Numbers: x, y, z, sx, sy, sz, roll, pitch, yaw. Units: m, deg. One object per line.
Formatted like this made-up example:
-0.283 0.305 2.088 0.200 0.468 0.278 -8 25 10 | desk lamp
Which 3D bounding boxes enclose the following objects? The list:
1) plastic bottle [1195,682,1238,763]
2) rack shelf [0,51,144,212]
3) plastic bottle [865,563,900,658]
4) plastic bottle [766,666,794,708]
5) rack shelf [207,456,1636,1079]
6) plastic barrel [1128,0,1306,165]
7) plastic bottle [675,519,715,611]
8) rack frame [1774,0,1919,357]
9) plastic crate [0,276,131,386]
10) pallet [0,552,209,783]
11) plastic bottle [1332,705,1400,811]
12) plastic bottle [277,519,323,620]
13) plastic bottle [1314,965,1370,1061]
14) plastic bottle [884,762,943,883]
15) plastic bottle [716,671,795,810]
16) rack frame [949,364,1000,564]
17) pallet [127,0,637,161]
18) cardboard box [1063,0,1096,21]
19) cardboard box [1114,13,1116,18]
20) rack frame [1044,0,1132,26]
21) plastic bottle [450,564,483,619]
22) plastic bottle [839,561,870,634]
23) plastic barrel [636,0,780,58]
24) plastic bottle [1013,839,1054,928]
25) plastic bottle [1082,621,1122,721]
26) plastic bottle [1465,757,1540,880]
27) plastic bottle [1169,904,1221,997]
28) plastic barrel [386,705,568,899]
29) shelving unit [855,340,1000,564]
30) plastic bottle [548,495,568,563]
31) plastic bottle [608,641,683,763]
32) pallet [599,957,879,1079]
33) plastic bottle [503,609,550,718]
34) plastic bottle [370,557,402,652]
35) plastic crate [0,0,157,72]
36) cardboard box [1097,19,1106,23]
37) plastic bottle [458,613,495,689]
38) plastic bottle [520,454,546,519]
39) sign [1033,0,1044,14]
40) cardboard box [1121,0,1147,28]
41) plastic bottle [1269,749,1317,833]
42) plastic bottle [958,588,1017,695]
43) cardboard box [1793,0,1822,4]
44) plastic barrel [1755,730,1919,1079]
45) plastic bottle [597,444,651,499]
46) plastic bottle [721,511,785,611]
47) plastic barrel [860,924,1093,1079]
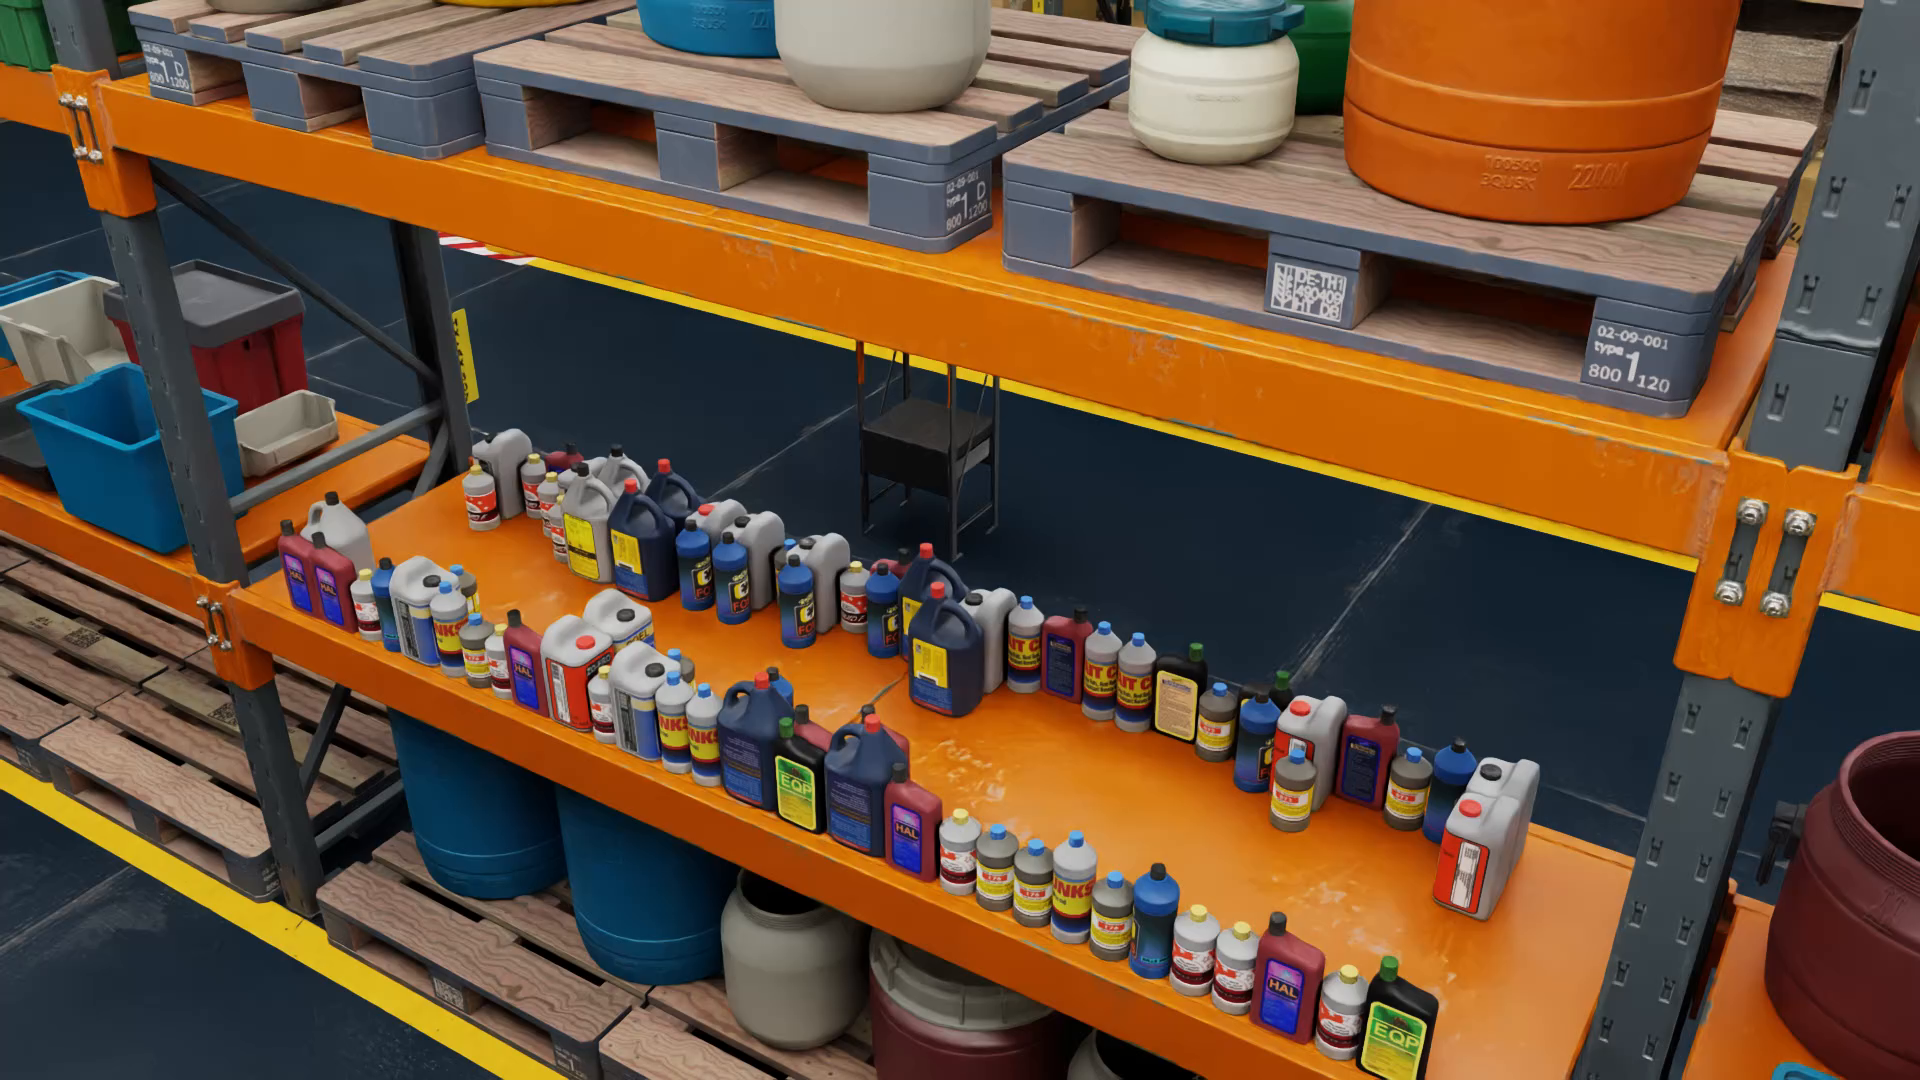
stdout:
0.648 0.452 4.196 0.097 0.201 0.097 0 30 0 | plastic bottle
-3.650 -1.770 5.544 4.000 0.370 1.077 18 35 27 | rack shelf
-0.210 0.186 4.582 0.097 0.271 0.097 0 30 0 | plastic bottle
-0.461 0.436 4.153 0.097 0.271 0.097 0 30 0 | plastic bottle
-0.263 0.597 4.463 4.000 0.370 1.077 18 35 27 | rack shelf
0.445 -0.820 2.922 0.301 0.262 0.301 0 30 0 | plastic barrel
-0.765 0.065 4.789 0.097 0.271 0.097 0 30 0 | plastic bottle
1.431 -1.769 1.852 0.127 3.000 1.000 18 35 27 | rack frame
-3.152 -0.712 6.051 0.530 0.282 0.437 18 35 27 | plastic crate
-3.637 0.448 6.772 1.213 0.211 1.003 18 35 27 | pallet
0.983 0.511 4.013 0.133 0.283 0.061 18 35 27 | plastic bottle
-1.873 0.081 4.749 0.133 0.283 0.061 18 35 27 | plastic bottle
0.774 0.943 3.354 0.097 0.201 0.097 0 30 0 | plastic bottle
-0.106 0.640 3.792 0.133 0.283 0.061 18 35 27 | plastic bottle
-0.488 0.465 4.024 0.185 0.351 0.144 18 35 27 | plastic bottle
0.066 -0.886 7.185 0.015 2.100 0.400 18 35 27 | rack frame
-1.241 -1.295 4.204 1.003 0.211 1.213 18 35 27 | pallet
0.407 -2.988 9.005 0.500 0.500 0.500 18 35 27 | cardboard box
1.506 -4.446 14.217 0.250 0.149 0.380 19 35 29 | cardboard box
0.677 -2.363 8.824 0.127 3.000 1.000 18 35 27 | rack frame
-1.407 0.163 4.691 0.097 0.201 0.097 0 30 0 | plastic bottle
-0.291 0.155 4.705 0.097 0.201 0.097 0 30 0 | plastic bottle
-0.430 -1.551 3.541 0.708 0.901 0.600 18 35 27 | plastic barrel
0.166 0.751 3.683 0.097 0.201 0.097 0 30 0 | plastic bottle
0.370 0.334 4.329 0.097 0.271 0.097 0 30 0 | plastic bottle
1.237 0.622 3.830 0.135 0.276 0.152 18 35 27 | plastic bottle
0.496 0.855 3.504 0.097 0.201 0.097 0 30 0 | plastic bottle
-1.505 0.629 5.361 0.708 0.901 0.600 18 35 27 | plastic barrel
-0.140 -0.951 7.297 0.503 2.100 0.431 18 35 27 | shelving unit
-1.192 -0.040 5.039 0.097 0.201 0.097 0 30 0 | plastic bottle
-0.786 0.401 4.209 0.135 0.276 0.152 18 35 27 | plastic bottle
-0.288 1.506 4.959 1.213 0.211 1.003 18 35 27 | pallet
-1.120 0.319 4.342 0.133 0.283 0.061 18 35 27 | plastic bottle
-1.570 0.172 4.607 0.097 0.271 0.097 0 30 0 | plastic bottle
-2.476 -1.438 4.472 0.662 0.188 0.450 18 35 27 | plastic crate
1.201 -4.192 13.781 0.250 0.149 0.380 19 35 29 | cardboard box
-1.291 0.290 4.473 0.097 0.201 0.097 0 30 0 | plastic bottle
-1.338 -0.176 5.273 0.097 0.201 0.097 0 30 0 | plastic bottle
0.383 -2.534 8.179 0.005 0.325 0.100 18 35 27 | sign
1.222 -2.672 8.259 0.637 0.503 0.797 17 34 26 | cardboard box
0.794 0.588 3.962 0.097 0.201 0.097 0 30 0 | plastic bottle
0.062 0.250 4.467 0.135 0.276 0.152 18 35 27 | plastic bottle
5.488 -3.595 10.768 0.250 0.149 0.380 17 34 27 | cardboard box
1.986 0.759 3.338 0.708 0.536 0.600 18 35 27 | plastic barrel
-1.004 -0.121 5.030 0.185 0.351 0.144 18 35 27 | plastic bottle
-0.600 0.041 4.826 0.135 0.276 0.152 18 35 27 | plastic bottle
0.052 1.256 4.596 0.708 0.588 0.600 18 35 27 | plastic barrel
